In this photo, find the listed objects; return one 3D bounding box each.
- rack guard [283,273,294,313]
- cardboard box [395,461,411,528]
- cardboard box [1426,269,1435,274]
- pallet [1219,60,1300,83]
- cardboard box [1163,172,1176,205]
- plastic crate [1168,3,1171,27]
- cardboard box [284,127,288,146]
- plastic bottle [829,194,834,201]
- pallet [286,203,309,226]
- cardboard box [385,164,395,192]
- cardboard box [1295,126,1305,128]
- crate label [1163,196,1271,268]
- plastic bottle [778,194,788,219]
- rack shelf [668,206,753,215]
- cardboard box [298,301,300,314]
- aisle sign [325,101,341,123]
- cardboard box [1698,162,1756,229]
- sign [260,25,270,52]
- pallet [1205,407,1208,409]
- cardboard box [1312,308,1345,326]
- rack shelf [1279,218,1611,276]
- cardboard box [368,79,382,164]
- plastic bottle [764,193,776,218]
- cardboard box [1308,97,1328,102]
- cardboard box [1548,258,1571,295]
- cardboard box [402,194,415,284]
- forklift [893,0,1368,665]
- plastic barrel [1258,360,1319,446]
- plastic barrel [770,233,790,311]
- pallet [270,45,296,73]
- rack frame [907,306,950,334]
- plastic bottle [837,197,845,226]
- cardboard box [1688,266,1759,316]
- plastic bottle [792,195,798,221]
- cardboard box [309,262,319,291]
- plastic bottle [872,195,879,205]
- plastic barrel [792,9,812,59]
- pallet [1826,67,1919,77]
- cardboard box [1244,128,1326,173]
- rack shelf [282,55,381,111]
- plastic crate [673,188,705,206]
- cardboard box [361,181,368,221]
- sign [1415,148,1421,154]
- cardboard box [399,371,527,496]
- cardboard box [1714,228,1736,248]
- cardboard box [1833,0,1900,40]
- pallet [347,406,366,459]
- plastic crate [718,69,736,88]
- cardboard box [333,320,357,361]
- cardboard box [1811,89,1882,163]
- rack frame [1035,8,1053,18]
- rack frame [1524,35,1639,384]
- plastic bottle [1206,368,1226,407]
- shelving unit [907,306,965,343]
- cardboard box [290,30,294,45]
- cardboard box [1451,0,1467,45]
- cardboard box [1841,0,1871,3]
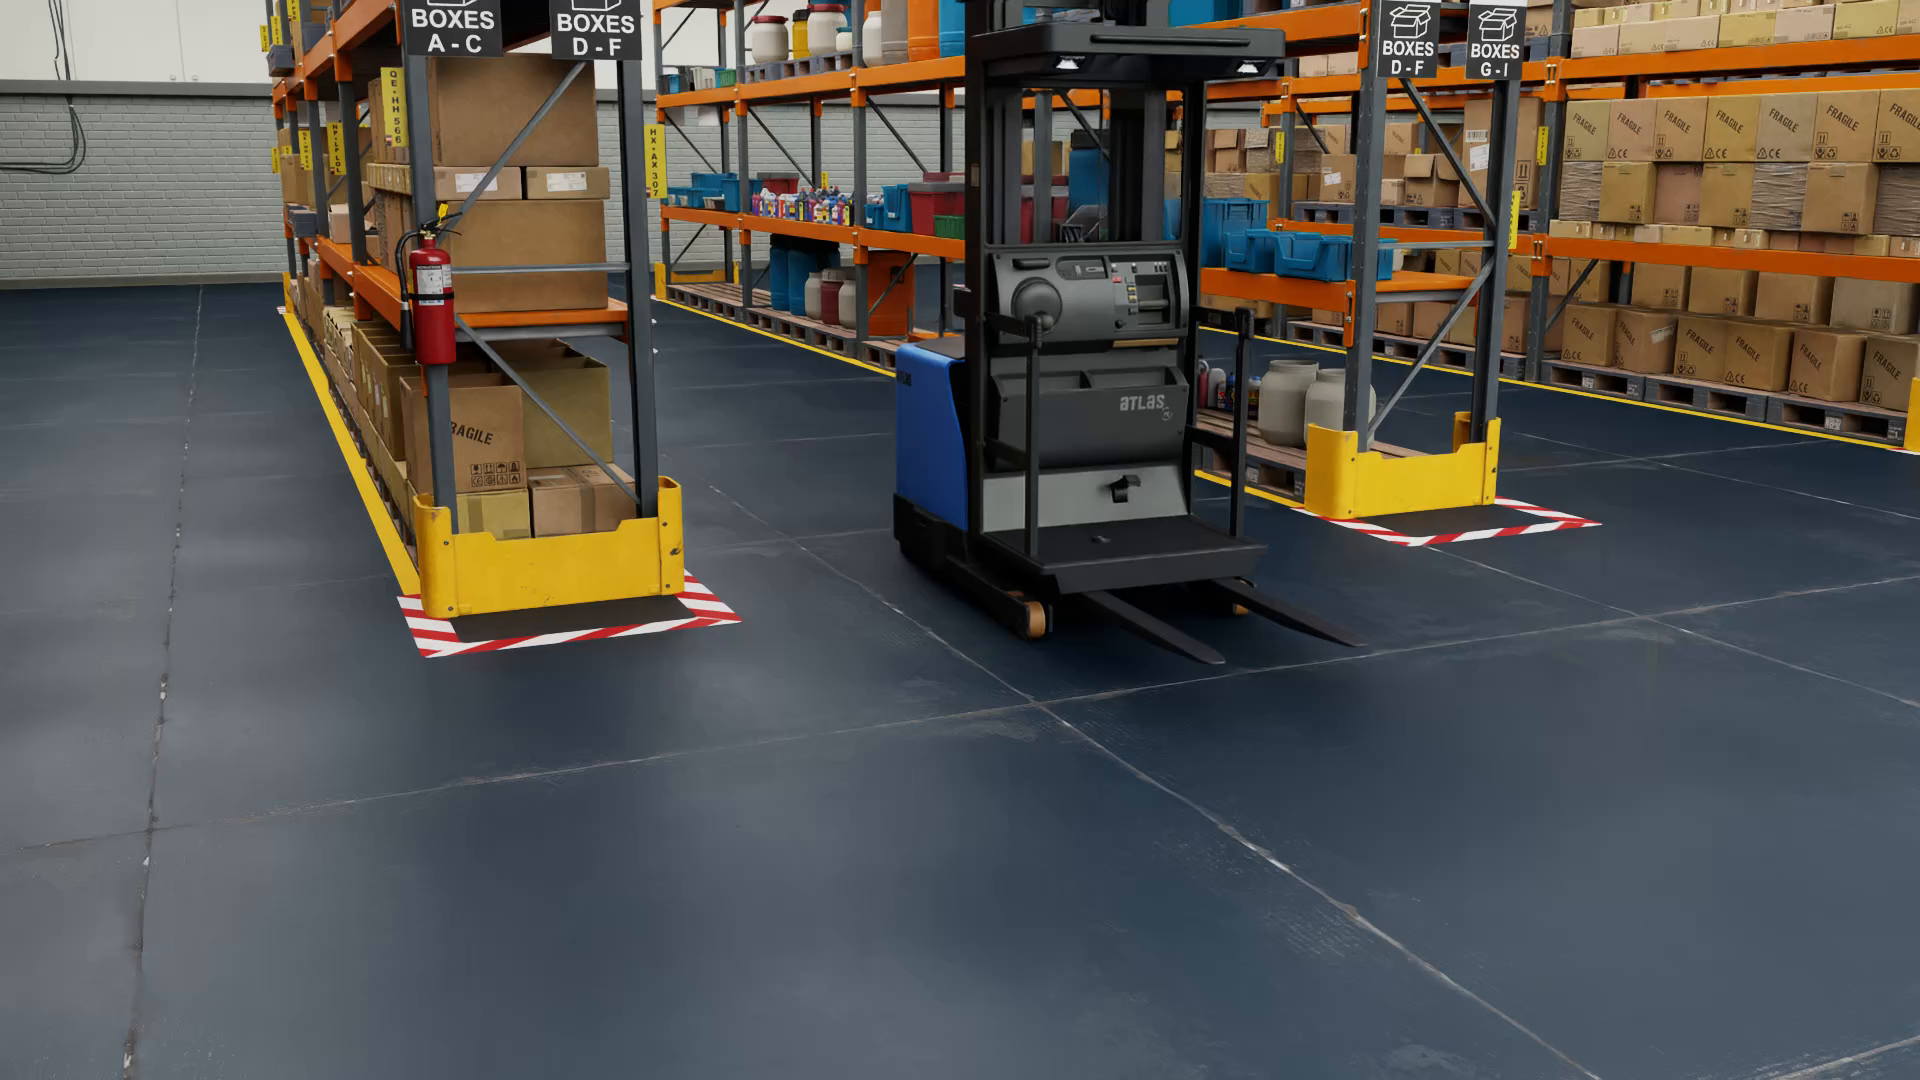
[{"bbox_3d":[-8.270,-3.274,21.909,1.175,0.500,0.348,-6,14,-23],"label":"rack guard"},{"bbox_3d":[-2.588,-0.254,8.480,0.500,0.250,0.500,-6,14,-23],"label":"cardboard box"},{"bbox_3d":[7.114,-3.923,24.557,0.380,0.149,0.250,-6,14,-25],"label":"cardboard box"},{"bbox_3d":[3.676,-5.247,18.654,1.213,0.211,1.003,-5,14,-20],"label":"pallet"},{"bbox_3d":[2.738,-4.299,20.572,0.500,0.500,0.500,-6,14,-24],"label":"cardboard box"},{"bbox_3d":[1.429,-3.483,11.084,0.336,0.188,0.450,-6,14,-23],"label":"plastic crate"},{"bbox_3d":[-7.345,-4.404,18.807,0.500,0.500,0.500,-6,14,-24],"label":"cardboard box"},{"bbox_3d":[-1.462,-3.819,19.002,0.097,0.271,0.097,0,13,0],"label":"plastic bottle"},{"bbox_3d":[-6.478,-3.413,17.390,1.003,0.211,1.213,-6,14,-23],"label":"pallet"},{"bbox_3d":[-3.043,-2.055,9.435,0.380,0.149,0.250,-6,14,-25],"label":"cardboard box"},{"bbox_3d":[5.508,-6.289,26.294,0.500,0.500,0.500,-5,14,-21],"label":"cardboard box"},{"bbox_3d":[1.664,-2.022,10.876,0.502,0.435,0.616,-6,14,-23],"label":"crate label"},{"bbox_3d":[-1.950,-3.746,18.680,0.152,0.276,0.135,-6,14,-23],"label":"plastic bottle"},{"bbox_3d":[-2.959,-4.286,21.899,0.919,0.124,3.809,-6,14,-23],"label":"rack shelf"},{"bbox_3d":[-7.391,-2.671,19.106,0.380,0.149,0.250,-6,14,-23],"label":"cardboard box"},{"bbox_3d":[-8.047,-5.816,21.583,0.394,0.787,0.004,-6,14,-23],"label":"aisle sign"},{"bbox_3d":[6.332,-2.710,13.046,0.875,0.500,0.500,-6,14,-23],"label":"cardboard box"},{"bbox_3d":[-8.797,-6.346,21.047,0.100,0.325,0.005,-6,14,-23],"label":"sign"},{"bbox_3d":[1.278,-0.974,12.612,1.003,0.211,1.213,-6,14,-23],"label":"pallet"},{"bbox_3d":[4.270,-2.609,18.059,0.700,0.500,0.500,-6,15,-26],"label":"cardboard box"},{"bbox_3d":[4.784,-2.986,16.712,1.077,0.370,4.000,-6,14,-23],"label":"rack shelf"},{"bbox_3d":[-3.310,-2.618,10.432,0.700,0.500,0.500,-6,14,-23],"label":"cardboard box"},{"bbox_3d":[-2.175,-3.862,19.180,0.152,0.276,0.135,-6,14,-23],"label":"plastic bottle"},{"bbox_3d":[5.734,-6.887,25.655,0.500,0.250,0.500,-6,14,-25],"label":"cardboard box"},{"bbox_3d":[7.860,-3.383,21.447,0.500,0.500,0.500,-5,14,-21],"label":"cardboard box"},{"bbox_3d":[-2.689,-1.668,9.204,0.700,0.500,0.500,-5,14,-21],"label":"cardboard box"},{"bbox_3d":[0.746,-2.063,9.579,3.137,3.703,7.740,-5,14,-21],"label":"forklift"},{"bbox_3d":[2.115,-0.874,10.581,0.421,0.512,0.421,0,13,0],"label":"plastic barrel"},{"bbox_3d":[-1.955,-3.197,19.751,0.600,0.901,0.708,-6,14,-23],"label":"plastic barrel"},{"bbox_3d":[-6.083,-4.696,16.273,1.213,0.211,1.003,-6,14,-23],"label":"pallet"},{"bbox_3d":[-0.170,-0.684,9.163,0.240,1.200,0.015,-5,14,-20],"label":"rack frame"},{"bbox_3d":[-1.201,-3.338,16.897,0.061,0.283,0.133,-6,14,-23],"label":"plastic bottle"},{"bbox_3d":[9.083,-2.971,19.111,1.050,0.750,0.750,-5,14,-22],"label":"cardboard box"},{"bbox_3d":[-1.797,-3.650,18.272,0.097,0.271,0.097,0,13,0],"label":"plastic bottle"},{"bbox_3d":[-6.125,-2.611,16.405,0.500,0.250,0.500,-6,14,-24],"label":"cardboard box"},{"bbox_3d":[-0.917,-3.623,18.156,0.097,0.271,0.097,0,13,0],"label":"plastic bottle"},{"bbox_3d":[-1.606,-5.716,18.912,0.600,0.588,0.600,0,13,0],"label":"plastic barrel"},{"bbox_3d":[9.758,-4.903,17.174,0.805,0.209,1.217,-6,14,-25],"label":"pallet"},{"bbox_3d":[3.705,-4.439,18.951,0.797,0.503,0.637,-5,14,-21],"label":"cardboard box"},{"bbox_3d":[11.884,-5.254,6.171,26.082,6.545,35.578,-6,14,-23],"label":"rack shelf"},{"bbox_3d":[-3.699,-4.686,22.701,0.416,0.233,0.300,-6,14,-23],"label":"plastic crate"},{"bbox_3d":[-4.408,-2.559,13.051,0.500,0.500,0.500,-6,15,-26],"label":"cardboard box"},{"bbox_3d":[6.472,-5.374,23.517,0.100,0.325,0.005,-6,14,-23],"label":"sign"},{"bbox_3d":[-2.378,-0.517,7.953,0.500,0.500,0.500,-6,14,-23],"label":"cardboard box"},{"bbox_3d":[6.150,-2.373,13.026,0.380,0.149,0.250,-6,14,-23],"label":"cardboard box"},{"bbox_3d":[6.559,-3.664,11.730,0.500,0.250,0.500,-6,14,-23],"label":"cardboard box"},{"bbox_3d":[-3.824,-0.819,11.940,1.003,0.211,1.213,-6,14,-23],"label":"pallet"},{"bbox_3d":[-2.604,-5.547,20.000,0.450,0.188,0.662,-6,14,-23],"label":"plastic crate"},{"bbox_3d":[-4.528,-1.539,12.791,0.500,0.311,0.500,-6,14,-24],"label":"cardboard box"},{"bbox_3d":[6.535,-2.971,11.956,0.500,0.500,0.500,-6,14,-23],"label":"cardboard box"},{"bbox_3d":[1.047,-5.398,12.237,1.000,3.000,0.127,-6,14,-23],"label":"rack frame"},{"bbox_3d":[5.585,-2.923,14.846,1.000,3.000,0.127,-6,14,-23],"label":"rack frame"},{"bbox_3d":[1.837,-1.115,12.102,0.152,0.276,0.135,-5,14,-22],"label":"plastic bottle"},{"bbox_3d":[-0.083,-0.632,8.941,0.258,1.200,0.503,-5,14,-20],"label":"shelving unit"},{"bbox_3d":[-7.141,-5.389,18.075,0.500,0.250,0.500,-6,14,-23],"label":"cardboard box"},{"bbox_3d":[5.109,-4.940,15.748,0.797,0.503,0.637,-5,14,-21],"label":"cardboard box"},{"bbox_3d":[6.461,-3.869,11.729,0.380,0.149,0.250,-6,14,-23],"label":"cardboard box"}]
